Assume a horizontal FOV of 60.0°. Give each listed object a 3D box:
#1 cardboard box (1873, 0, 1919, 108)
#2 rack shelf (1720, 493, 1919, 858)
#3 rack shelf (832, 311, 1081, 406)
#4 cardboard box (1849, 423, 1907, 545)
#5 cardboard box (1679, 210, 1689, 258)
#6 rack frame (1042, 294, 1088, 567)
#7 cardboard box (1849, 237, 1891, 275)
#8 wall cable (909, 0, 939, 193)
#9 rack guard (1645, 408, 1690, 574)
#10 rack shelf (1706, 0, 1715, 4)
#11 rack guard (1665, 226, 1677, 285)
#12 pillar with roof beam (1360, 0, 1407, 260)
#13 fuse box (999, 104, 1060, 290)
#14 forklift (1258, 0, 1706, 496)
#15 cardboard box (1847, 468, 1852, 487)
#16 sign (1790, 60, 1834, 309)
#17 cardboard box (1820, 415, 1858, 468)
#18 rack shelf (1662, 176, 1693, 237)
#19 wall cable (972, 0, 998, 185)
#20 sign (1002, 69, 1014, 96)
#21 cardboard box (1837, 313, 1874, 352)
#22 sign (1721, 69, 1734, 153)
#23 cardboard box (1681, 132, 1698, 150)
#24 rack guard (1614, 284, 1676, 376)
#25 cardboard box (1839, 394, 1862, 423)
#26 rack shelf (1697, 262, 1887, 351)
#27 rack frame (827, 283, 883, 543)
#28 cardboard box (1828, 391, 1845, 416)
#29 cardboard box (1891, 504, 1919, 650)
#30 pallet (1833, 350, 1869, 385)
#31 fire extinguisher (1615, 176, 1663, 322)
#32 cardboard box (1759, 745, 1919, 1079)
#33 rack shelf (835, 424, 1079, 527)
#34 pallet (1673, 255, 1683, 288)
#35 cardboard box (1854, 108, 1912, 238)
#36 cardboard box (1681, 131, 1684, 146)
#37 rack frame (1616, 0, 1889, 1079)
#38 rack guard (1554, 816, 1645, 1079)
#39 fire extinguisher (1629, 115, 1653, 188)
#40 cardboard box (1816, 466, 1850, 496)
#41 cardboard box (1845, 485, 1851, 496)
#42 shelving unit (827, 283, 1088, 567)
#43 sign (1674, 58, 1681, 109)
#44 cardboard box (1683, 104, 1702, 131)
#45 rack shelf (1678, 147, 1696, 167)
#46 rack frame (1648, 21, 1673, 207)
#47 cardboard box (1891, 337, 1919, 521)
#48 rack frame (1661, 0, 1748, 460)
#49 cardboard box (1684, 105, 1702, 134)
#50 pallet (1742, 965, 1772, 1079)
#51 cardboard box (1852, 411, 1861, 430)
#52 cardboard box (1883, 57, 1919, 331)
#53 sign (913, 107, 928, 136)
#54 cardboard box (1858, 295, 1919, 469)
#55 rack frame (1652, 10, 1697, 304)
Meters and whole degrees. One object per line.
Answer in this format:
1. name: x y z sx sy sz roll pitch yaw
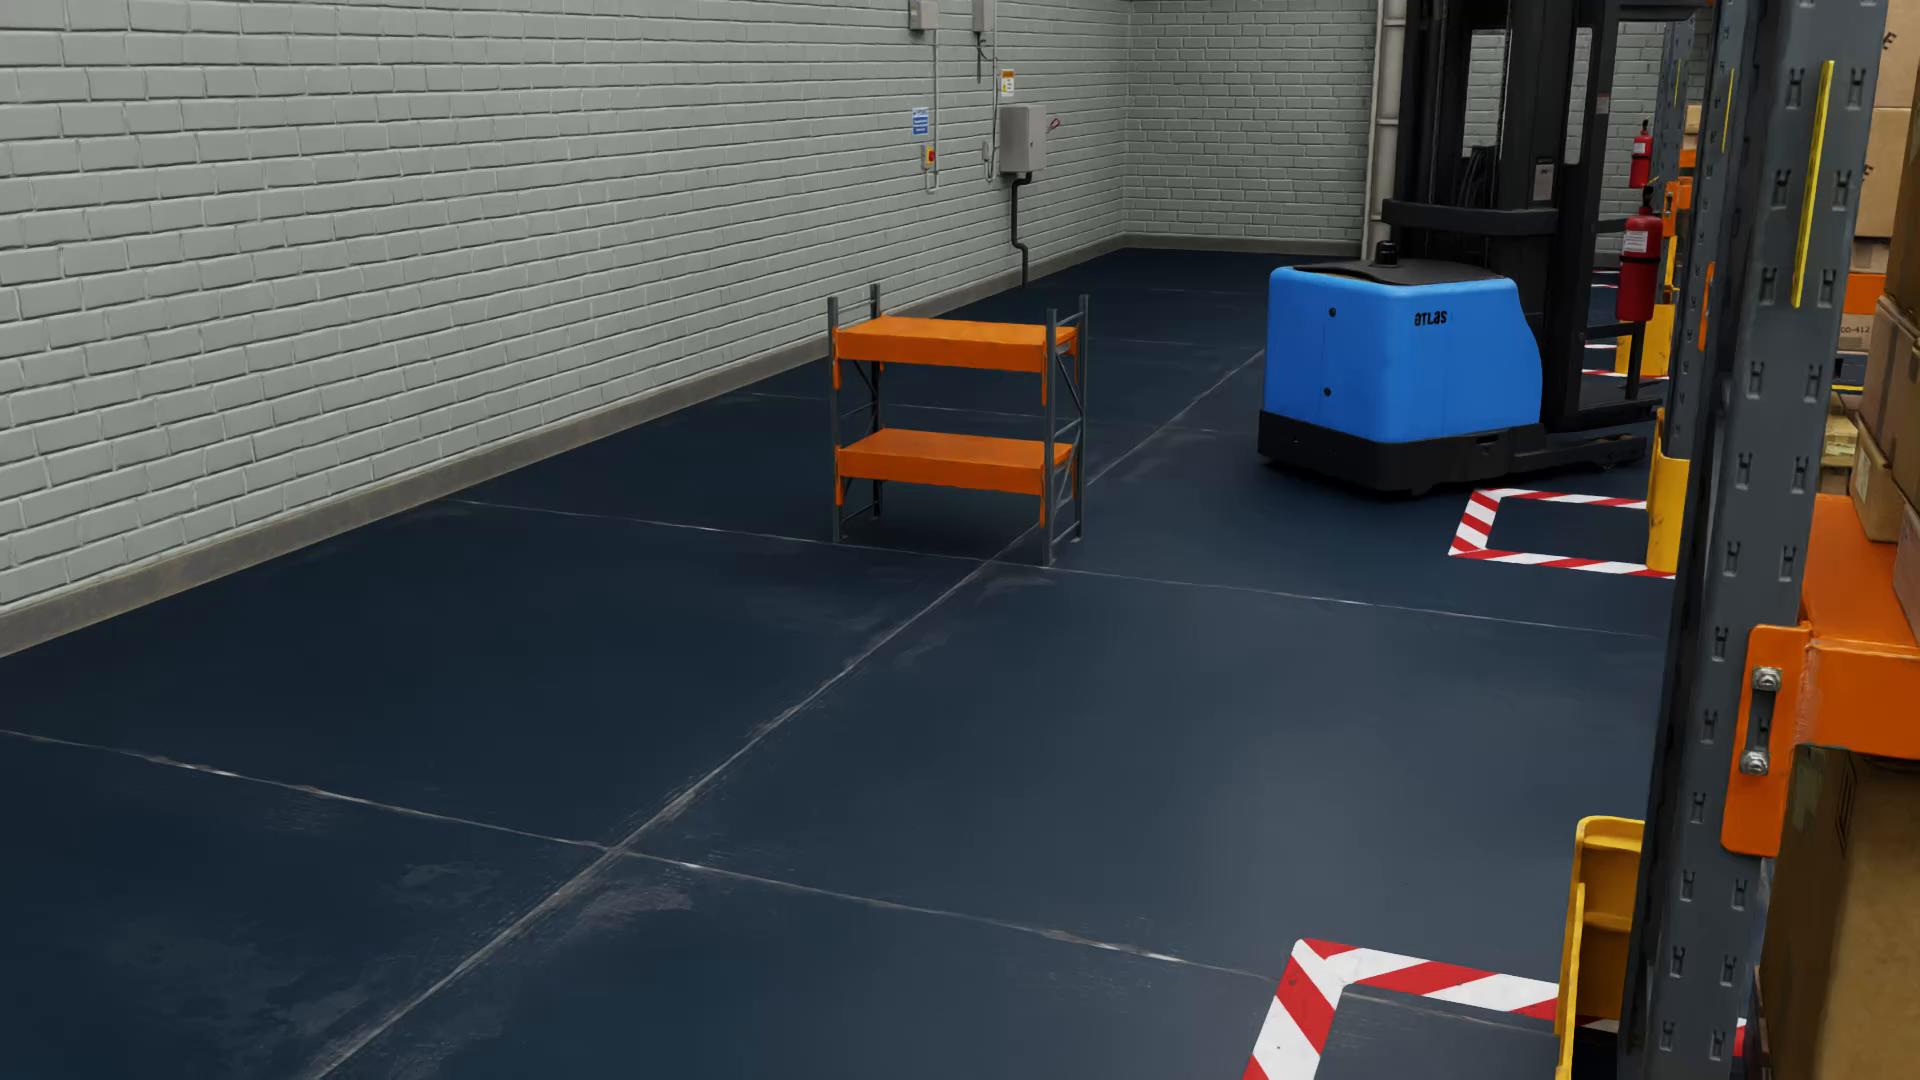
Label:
1. cardboard box: 3.603 -2.006 6.697 0.500 0.500 0.500 6 17 20
2. rack shelf: 3.229 0.376 2.287 4.000 0.370 1.077 6 17 21
3. rack shelf: -0.006 -0.822 7.438 1.000 0.278 0.538 6 17 21
4. cardboard box: 1.821 -0.102 3.096 0.250 0.149 0.380 7 17 22
5. cardboard box: 7.357 -2.947 16.170 0.637 0.503 0.797 6 17 18
6. rack frame: 0.467 -0.489 7.340 0.032 1.125 0.500 6 17 21
7. cardboard box: 3.716 -1.196 6.863 0.250 0.149 0.380 7 18 23
8. wall cable: -0.249 -3.818 13.565 0.123 1.953 0.585 6 17 21
9. rack guard: 3.354 -0.242 7.609 0.348 0.500 1.175 6 17 21
10. rack shelf: 8.683 -4.922 15.158 4.000 0.370 1.077 6 17 21
11. rack guard: 6.894 -2.823 16.503 0.348 0.500 1.175 6 17 21
12. pillar with roof beam: 3.066 -6.306 13.254 0.400 9.000 9.100 6 17 21
13. fuse box: 0.658 -3.226 15.716 0.414 1.711 0.539 6 17 21
14. forklift: 3.160 -1.906 8.982 3.031 2.935 1.130 -9 18 -28
15. cardboard box: 3.910 -0.262 7.024 0.250 0.149 0.380 6 17 20
16. sign: 1.160 -0.484 2.266 0.005 0.325 0.100 6 17 21
17. cardboard box: 3.646 -0.426 7.055 0.250 0.149 0.380 5 17 18
18. rack shelf: 6.866 -2.194 11.141 4.000 0.370 1.077 6 17 21
19. wall cable: 0.261 -4.172 14.841 0.122 1.984 0.588 6 17 21
20. sign: 0.445 -4.248 15.445 0.001 0.242 0.339 6 17 21
21. cardboard box: 6.510 -1.582 11.586 0.875 0.438 0.875 7 18 22
22. sign: 3.084 -1.725 6.682 0.005 0.325 0.100 6 17 21
23. cardboard box: 7.028 -3.806 15.855 0.250 0.149 0.380 6 17 20
24. rack guard: 4.983 -1.546 12.102 0.348 0.500 1.175 6 17 21
25. cardboard box: 4.081 -0.539 7.443 0.250 0.149 0.380 7 17 22
26. rack shelf: 5.143 -0.900 6.683 4.000 0.370 1.077 6 17 21
27. rack frame: -0.479 -0.593 7.698 0.032 1.125 0.500 6 17 21
28. cardboard box: 3.868 -0.580 7.583 0.250 0.149 0.380 6 17 21
29. cardboard box: 1.578 0.069 2.507 0.250 0.149 0.380 6 17 21
30. pallet: 5.778 -1.343 11.922 1.213 0.211 1.003 6 17 21
31. fire extinguisher: 3.218 -1.379 7.851 0.183 0.674 0.296 6 17 21
32. cardboard box: 1.994 0.690 2.975 0.875 0.875 0.875 6 17 21
33. rack shelf: -0.006 -0.306 7.587 1.000 0.278 0.538 6 17 21
34. pallet: 7.636 -2.603 16.263 1.213 0.211 1.003 6 17 21
35. cardboard box: 3.599 -1.523 6.827 0.500 0.500 0.500 7 18 23
36. cardboard box: 7.230 -3.947 16.339 0.250 0.149 0.380 6 17 20
37. rack frame: 1.369 -0.174 2.892 0.127 3.000 1.000 6 17 21
38. rack guard: 1.347 1.024 3.249 0.348 0.500 1.175 6 17 21
39. fire extinguisher: 6.516 -3.711 15.883 0.183 0.674 0.296 6 17 21
40. cardboard box: 3.676 -0.305 7.171 0.250 0.149 0.380 7 18 23
41. cardboard box: 3.926 -0.140 7.137 0.250 0.149 0.380 6 17 20
42. shelving unit: -0.006 -0.541 7.519 1.048 1.125 0.538 6 17 21
43. sign: 4.796 -3.054 11.120 0.005 0.325 0.100 6 17 21
44. cardboard box: 7.348 -4.124 16.235 0.500 0.250 0.500 7 18 22
45. rack shelf: 8.683 -3.482 15.576 4.000 0.370 1.077 6 17 21
46. rack frame: 6.823 -4.032 16.181 0.127 3.000 1.000 6 17 21
47. cardboard box: 1.716 -0.125 2.461 0.500 0.250 0.500 6 17 19
48. rack frame: 3.283 -1.450 7.287 0.127 3.000 1.000 6 17 21
49. cardboard box: 7.146 -3.986 15.760 0.500 0.250 0.500 6 17 21
50. pallet: 2.141 1.227 3.069 1.213 0.211 1.003 6 17 21
51. cardboard box: 3.946 -0.429 7.065 0.250 0.149 0.380 7 17 22
52. cardboard box: 1.919 -0.623 2.830 0.500 0.500 0.500 7 17 21
53. sign: -0.324 -3.438 13.652 0.001 0.218 0.327 6 17 21
54. cardboard box: 1.917 -0.264 2.938 0.500 0.250 0.500 6 17 20
55. rack frame: 5.005 -2.744 11.745 0.127 3.000 1.000 6 17 21
